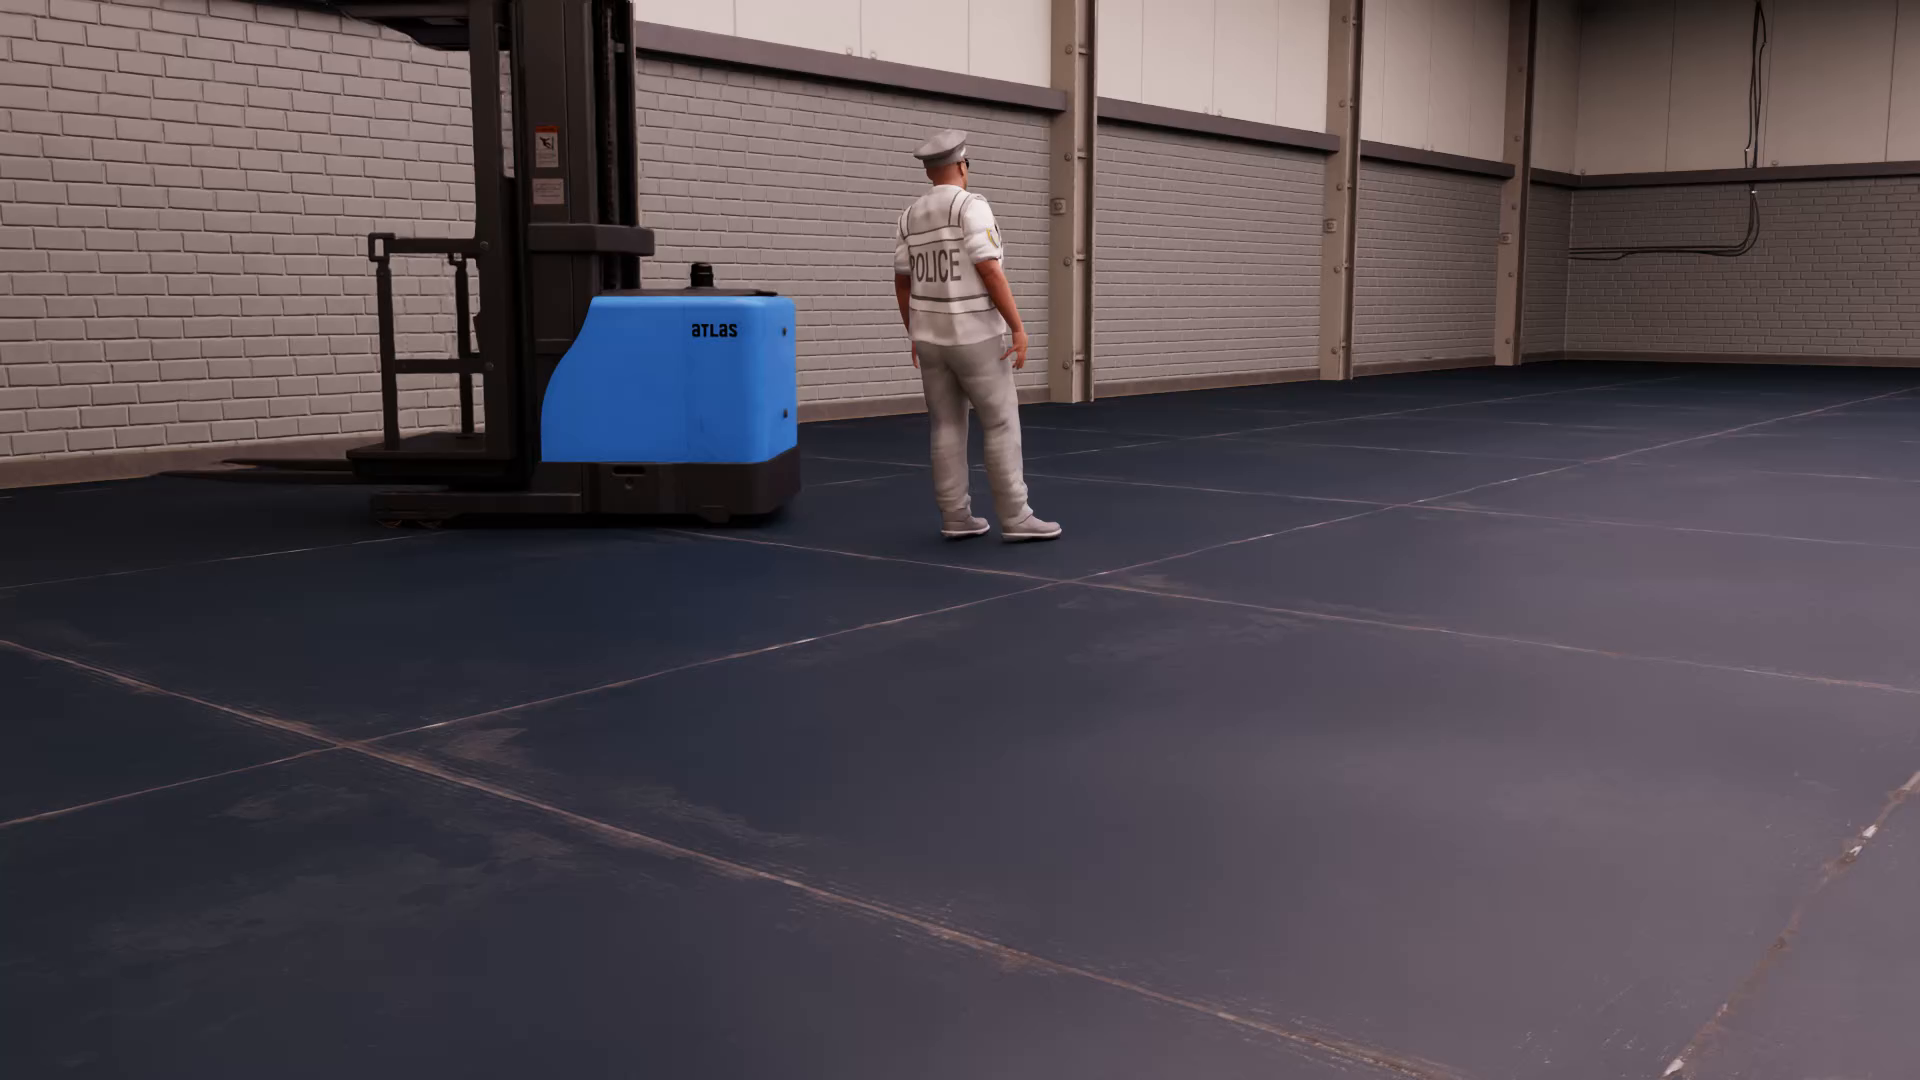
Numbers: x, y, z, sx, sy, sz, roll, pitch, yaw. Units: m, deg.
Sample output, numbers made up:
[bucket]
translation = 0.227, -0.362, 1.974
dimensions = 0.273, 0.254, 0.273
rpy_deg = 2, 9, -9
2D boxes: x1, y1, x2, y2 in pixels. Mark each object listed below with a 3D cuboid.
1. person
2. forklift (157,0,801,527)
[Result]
[person]
translation = 0.058, -0.896, 7.327
dimensions = 0.640, 1.781, 0.575
rpy_deg = 7, 11, 38
[forklift]
translation = -2.368, -1.586, 8.122
dimensions = 3.031, 2.935, 1.130
rpy_deg = 1, 8, 4
